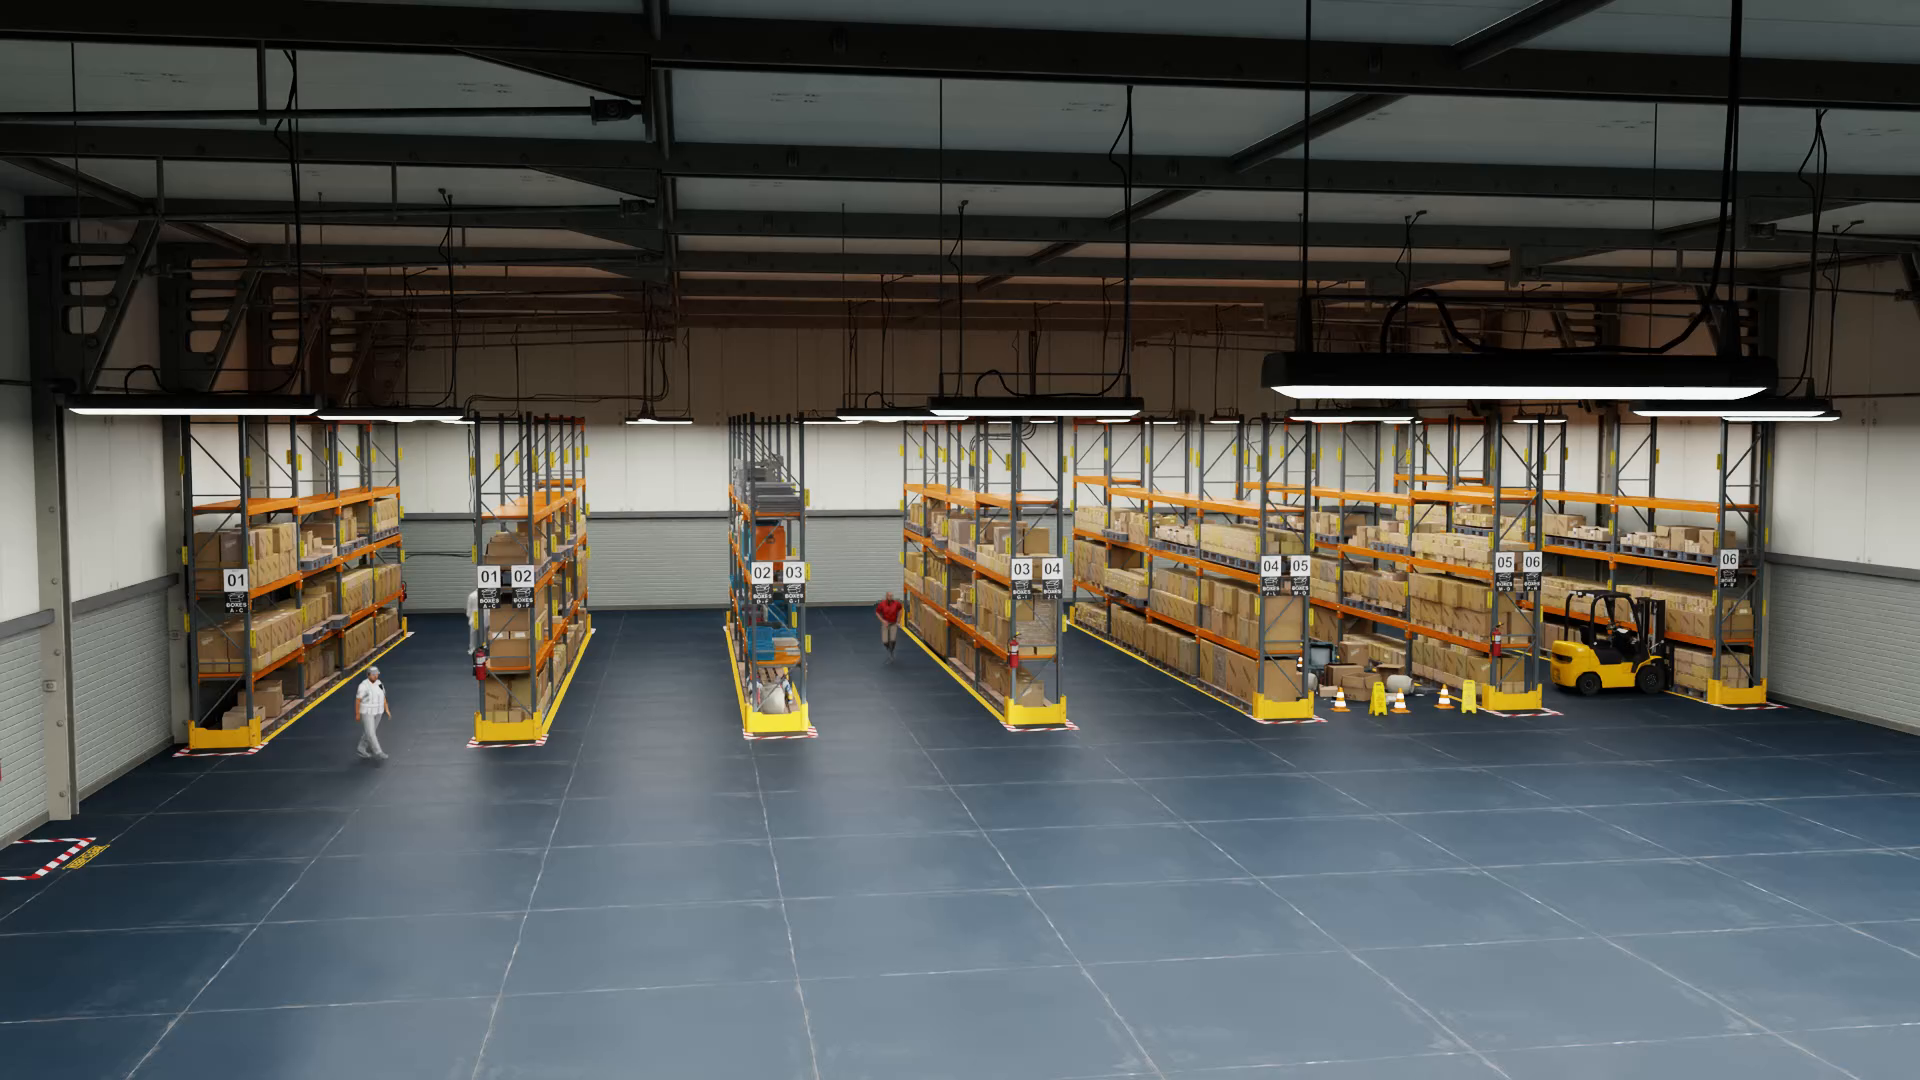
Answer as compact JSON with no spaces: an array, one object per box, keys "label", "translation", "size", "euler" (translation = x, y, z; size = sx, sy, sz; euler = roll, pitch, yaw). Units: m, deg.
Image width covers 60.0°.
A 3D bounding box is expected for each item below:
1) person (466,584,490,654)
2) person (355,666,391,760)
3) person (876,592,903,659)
[{"label":"person","translation":[-12.216,1.967,42.231],"size":[0.704,1.761,0.982],"euler":[0,4,-1]},{"label":"person","translation":[-10.062,2.958,28.477],"size":[0.929,1.600,0.521],"euler":[2,4,29]},{"label":"person","translation":[-1.704,2.057,40.096],"size":[0.651,1.653,0.746],"euler":[0,4,-1]}]
